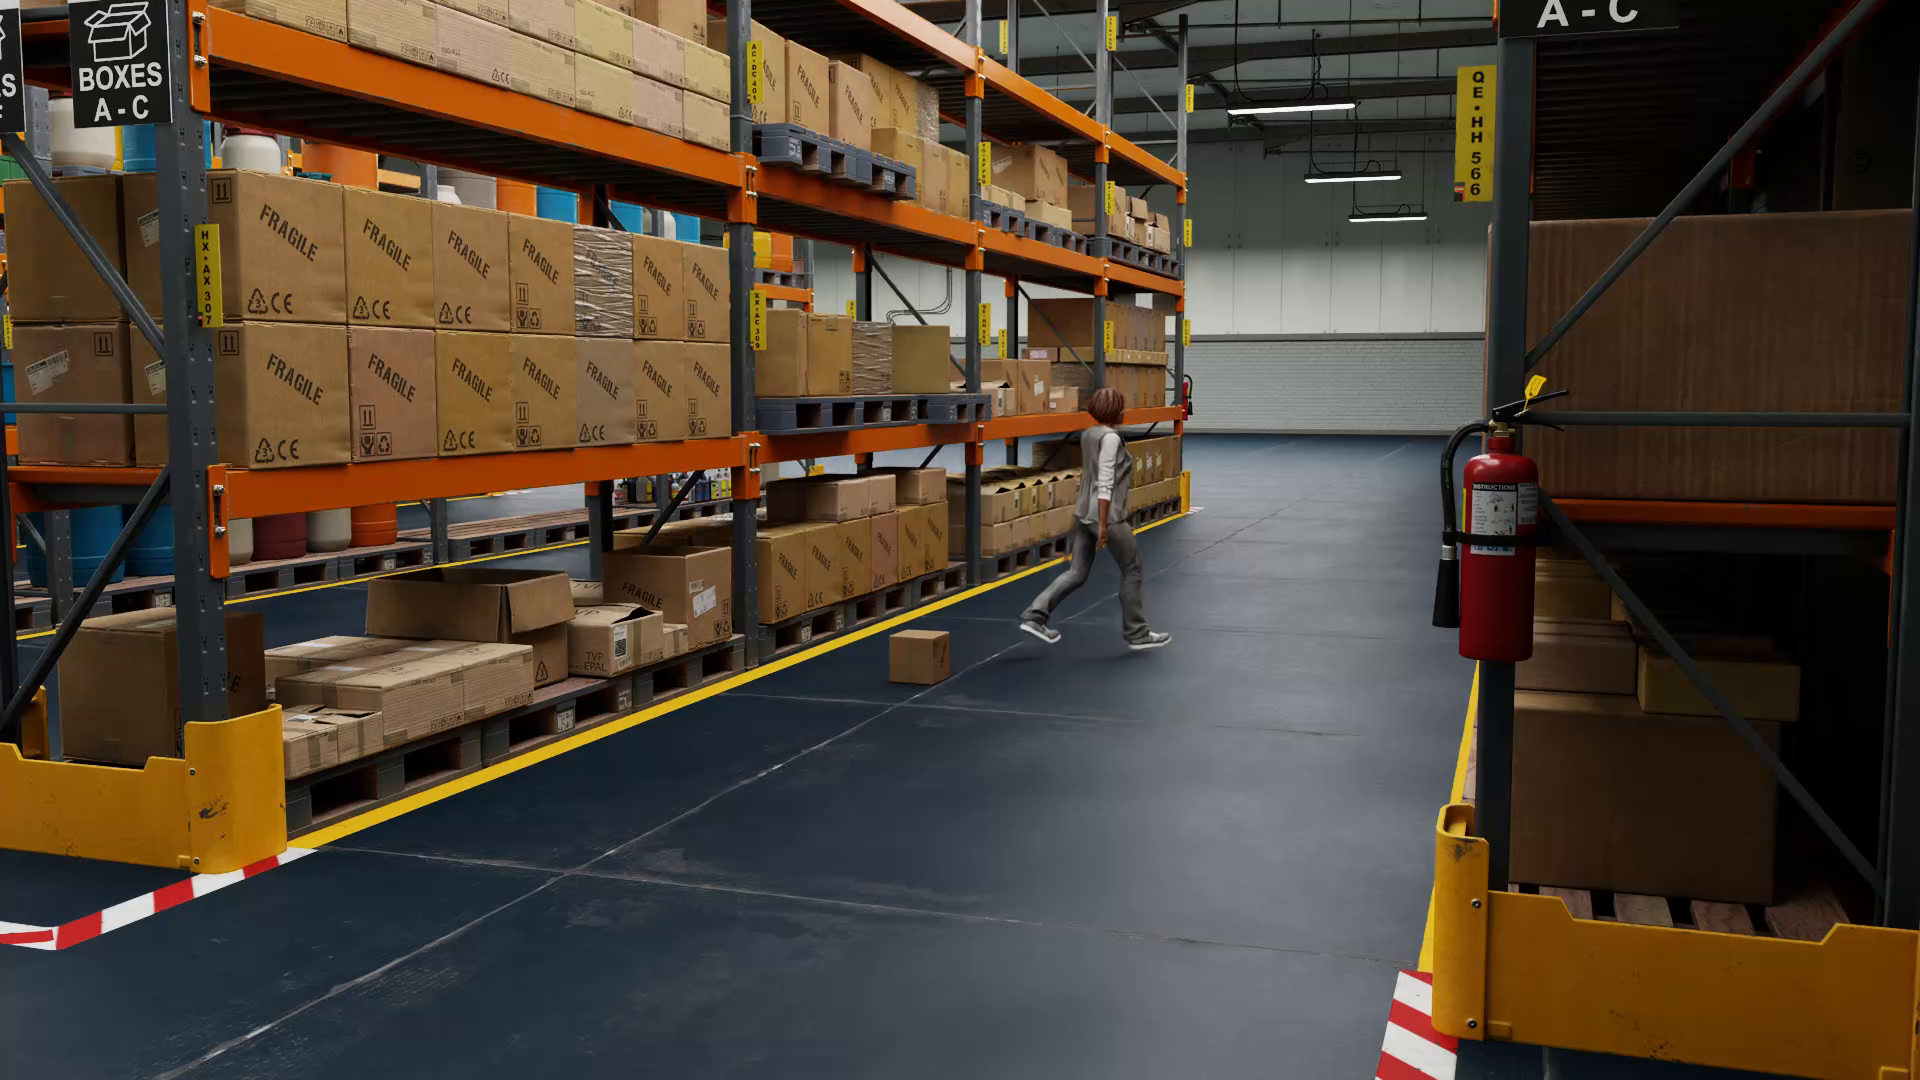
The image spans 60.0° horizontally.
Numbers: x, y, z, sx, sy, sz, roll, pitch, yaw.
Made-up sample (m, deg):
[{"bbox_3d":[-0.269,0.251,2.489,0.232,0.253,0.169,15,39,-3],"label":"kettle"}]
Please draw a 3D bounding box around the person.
[{"bbox_3d":[0.795,-0.121,9.728,0.945,1.548,0.420,-2,6,-24],"label":"person"}]
